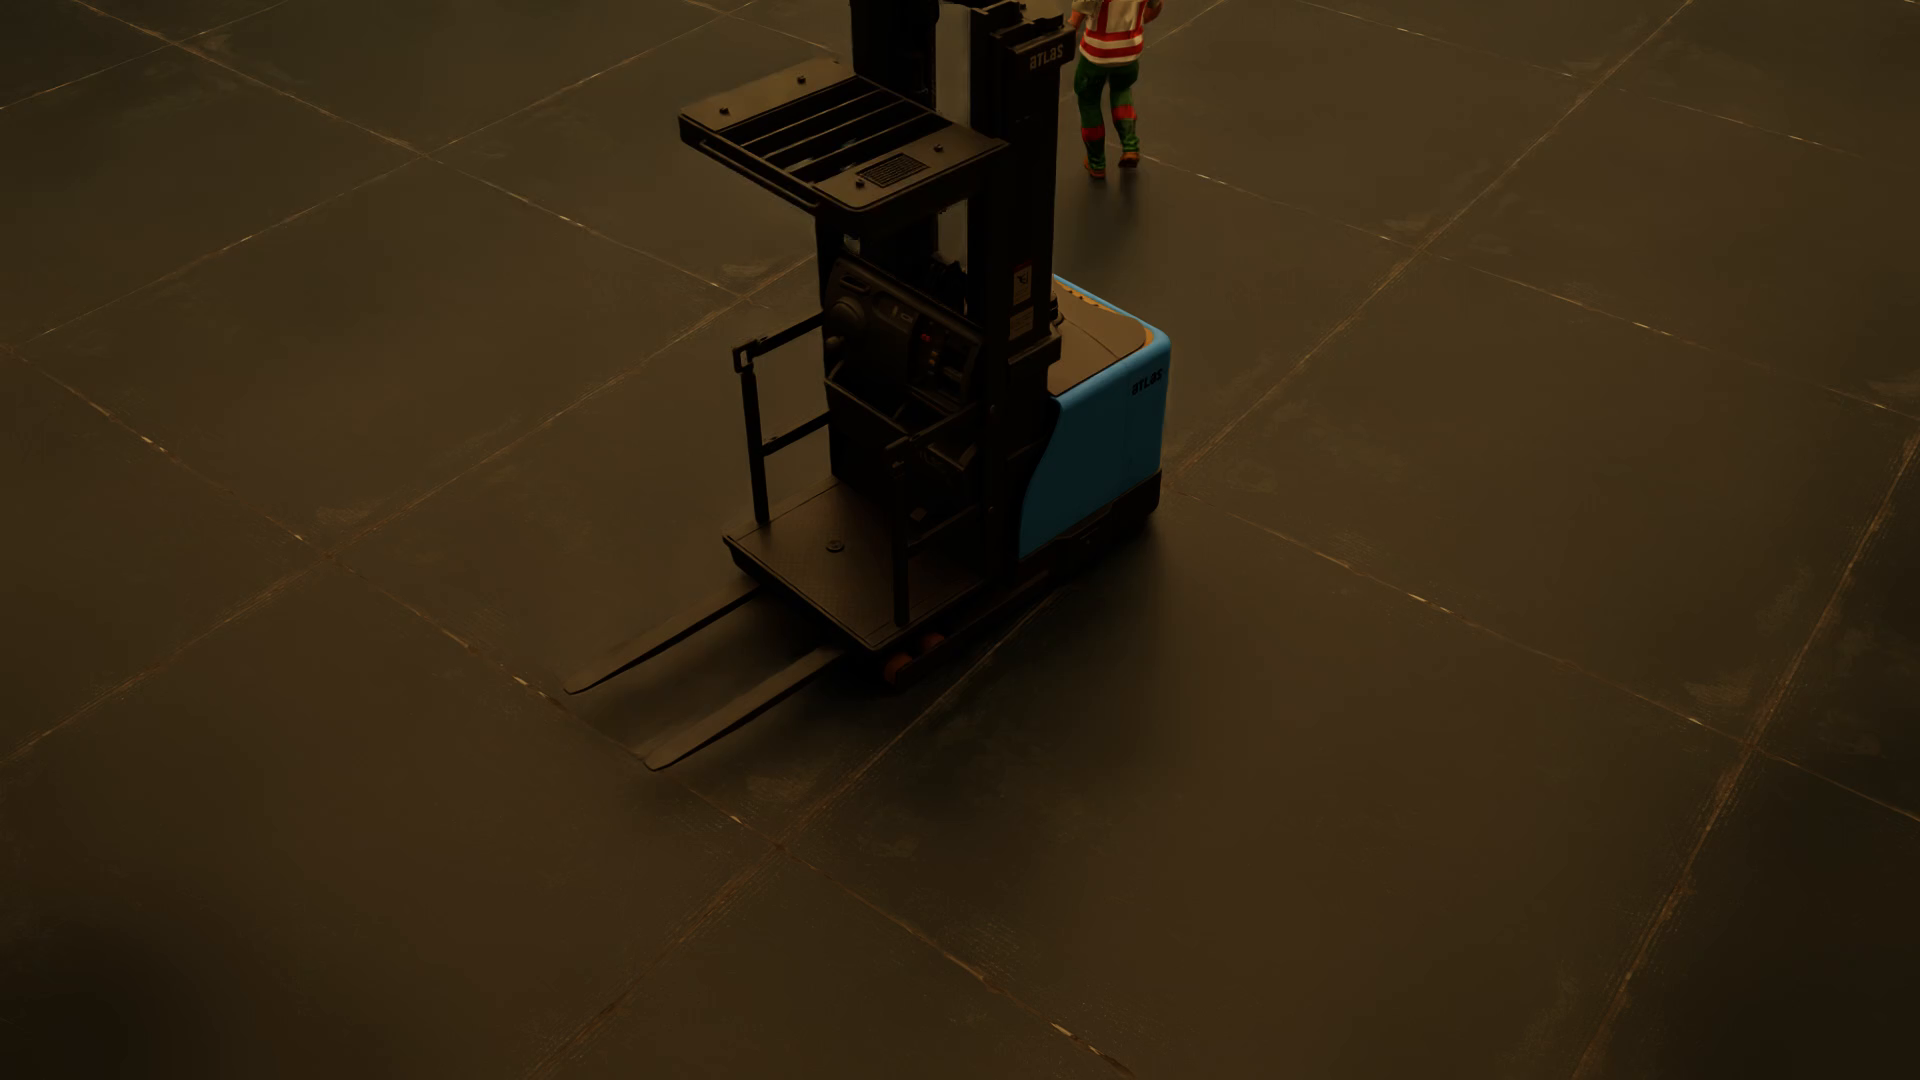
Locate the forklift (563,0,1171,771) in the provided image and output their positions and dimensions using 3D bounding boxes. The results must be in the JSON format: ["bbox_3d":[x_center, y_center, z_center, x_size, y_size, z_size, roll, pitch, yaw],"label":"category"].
[{"bbox_3d":[-0.406,-0.824,7.041,3.031,2.935,1.130,-32,50,-32],"label":"forklift"}]

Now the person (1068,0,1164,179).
[{"bbox_3d":[0.906,-3.143,10.672,0.787,1.748,0.480,-10,41,-11],"label":"person"}]
